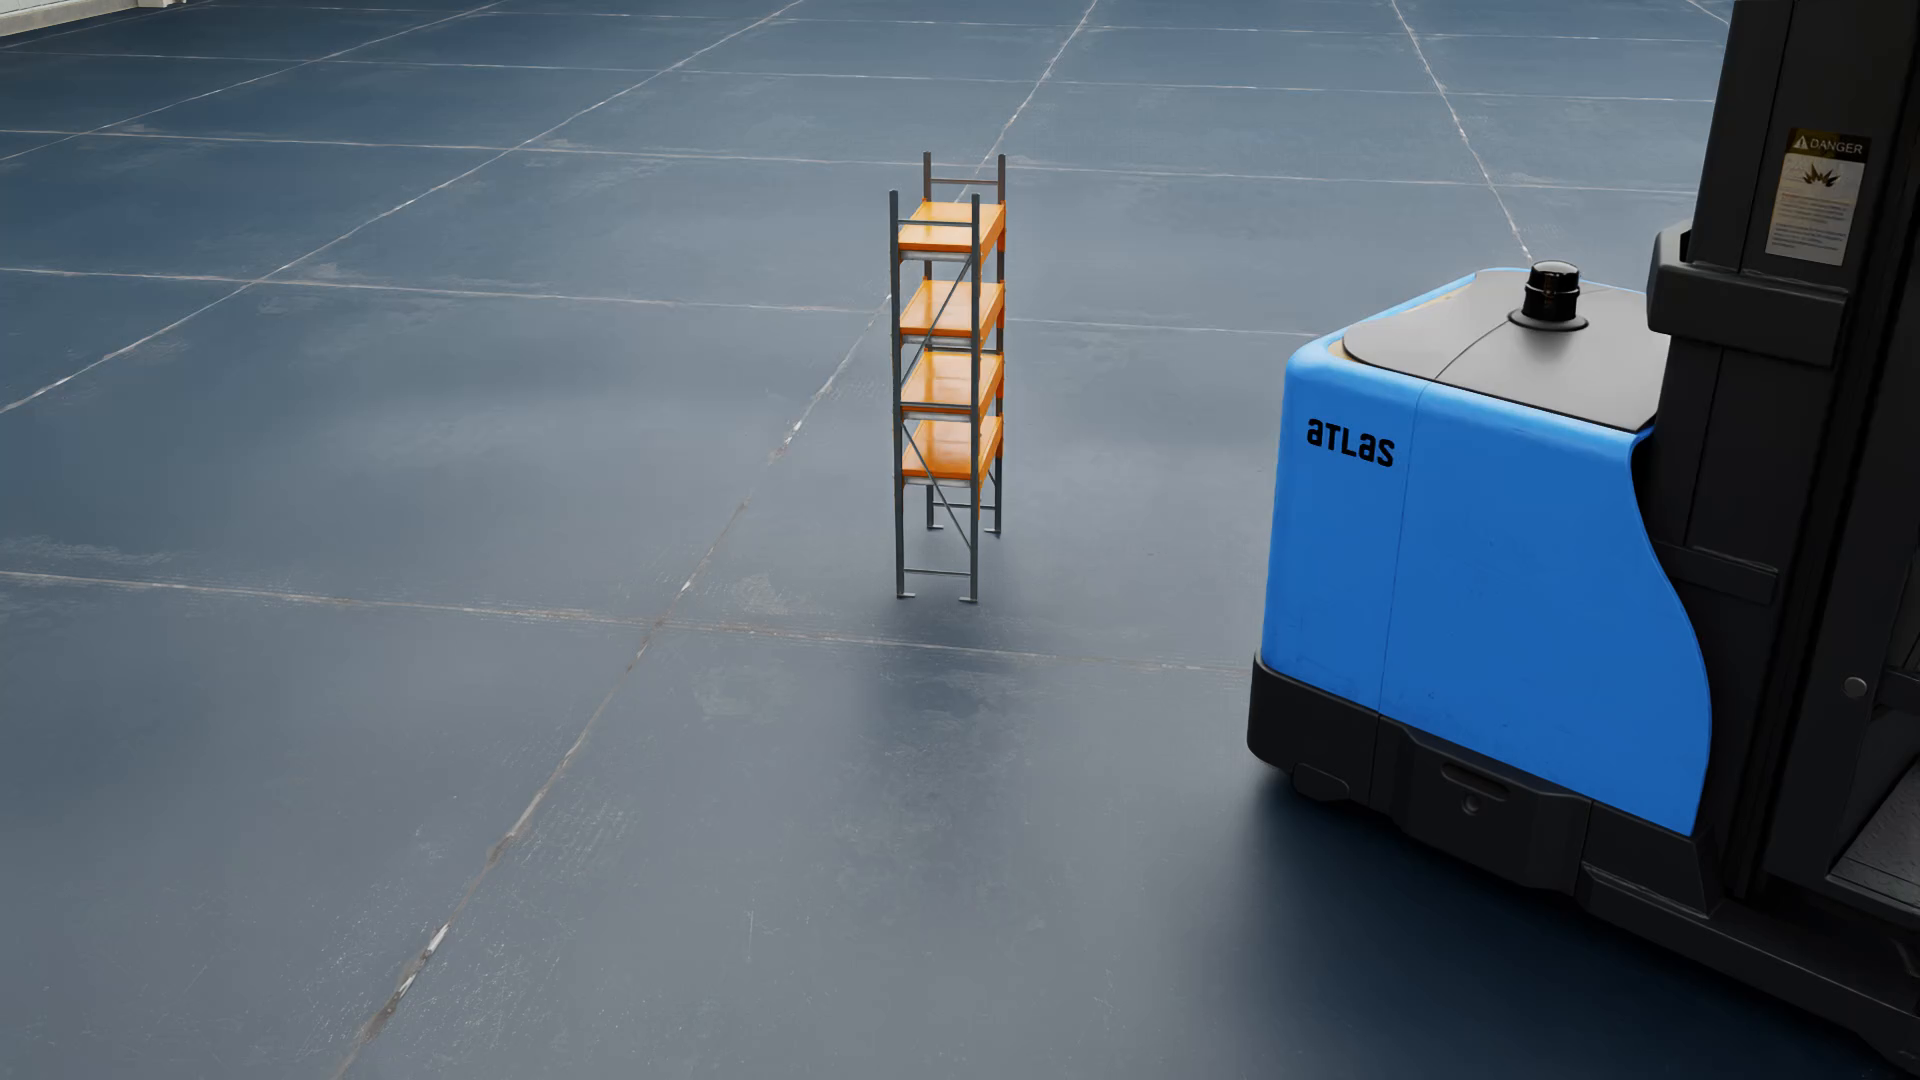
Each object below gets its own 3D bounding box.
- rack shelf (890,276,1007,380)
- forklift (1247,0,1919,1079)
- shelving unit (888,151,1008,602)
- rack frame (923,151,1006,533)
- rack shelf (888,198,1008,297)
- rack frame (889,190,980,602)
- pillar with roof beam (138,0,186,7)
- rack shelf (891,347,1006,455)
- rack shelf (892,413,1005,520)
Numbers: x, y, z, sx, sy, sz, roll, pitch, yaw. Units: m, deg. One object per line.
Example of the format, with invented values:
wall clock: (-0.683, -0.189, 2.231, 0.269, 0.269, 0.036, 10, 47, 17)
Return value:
rack shelf: (-0.027, -0.616, 4.781, 0.258, 0.148, 0.480, 4, 25, 9)
forklift: (2.114, -0.488, 2.834, 3.031, 2.935, 1.130, 22, 33, 38)
shelving unit: (-0.027, -0.474, 4.848, 0.258, 1.200, 0.503, 4, 25, 9)
rack frame: (0.013, -0.576, 5.066, 0.240, 1.200, 0.015, 4, 25, 9)
rack shelf: (-0.027, -0.830, 4.681, 0.258, 0.148, 0.480, 4, 25, 9)
rack frame: (-0.067, -0.372, 4.630, 0.240, 1.200, 0.015, 4, 25, 9)
pillar with roof beam: (-3.839, -9.200, 14.290, 9.100, 9.000, 0.400, 4, 25, 9)
rack shelf: (-0.027, -0.413, 4.876, 0.258, 0.148, 0.480, 4, 25, 9)
rack shelf: (-0.027, -0.233, 4.960, 0.258, 0.148, 0.480, 4, 25, 9)
